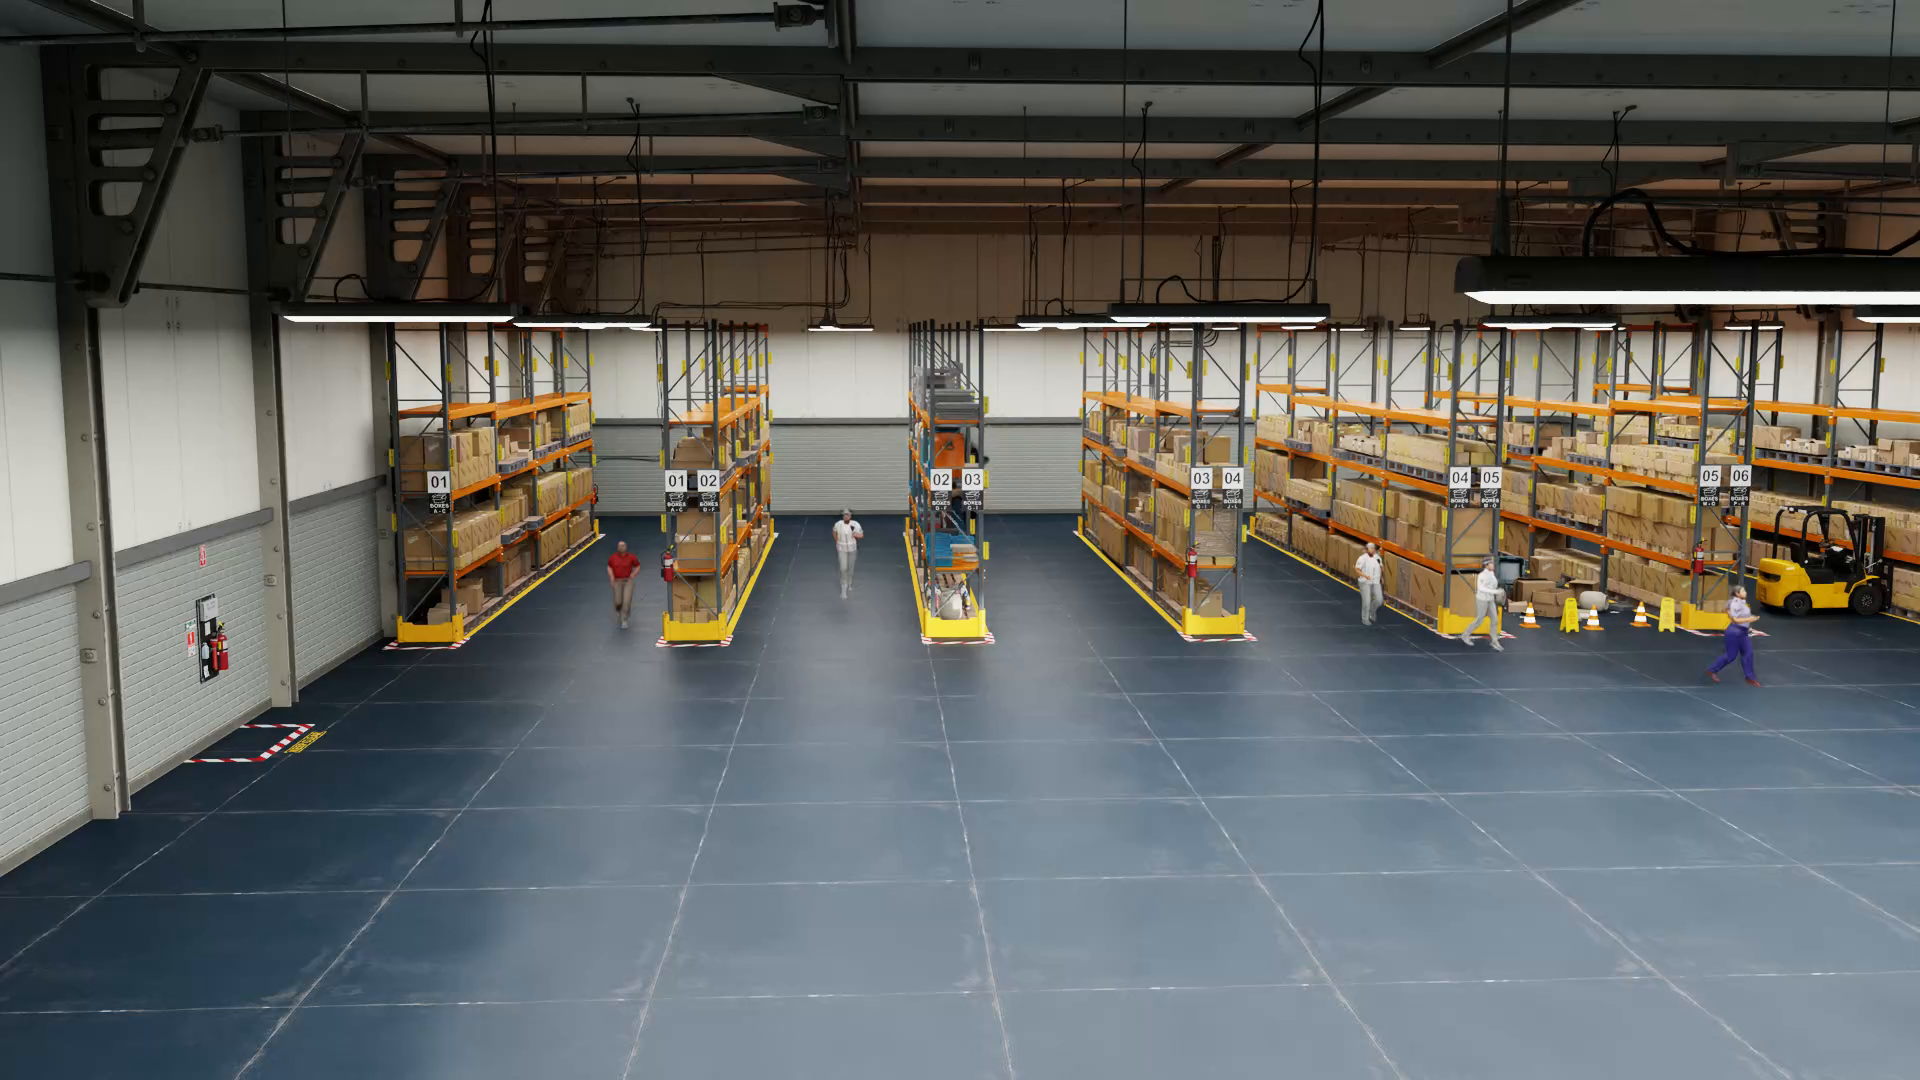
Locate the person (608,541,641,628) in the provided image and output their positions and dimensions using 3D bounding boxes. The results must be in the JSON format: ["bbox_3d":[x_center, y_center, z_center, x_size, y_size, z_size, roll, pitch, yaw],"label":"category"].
[{"bbox_3d":[-6.602,0.861,32.700,0.653,1.700,0.647,-1,7,-4],"label":"person"}]

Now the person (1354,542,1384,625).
[{"bbox_3d":[8.122,0.861,32.885,0.657,1.634,0.531,-1,7,-9],"label":"person"}]

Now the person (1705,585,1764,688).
[{"bbox_3d":[12.633,1.562,27.057,0.876,1.653,0.598,5,9,37],"label":"person"}]

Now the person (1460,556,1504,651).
[{"bbox_3d":[9.572,1.142,30.368,0.796,1.742,0.629,7,10,44],"label":"person"}]

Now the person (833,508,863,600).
[{"bbox_3d":[-2.344,0.266,34.984,0.626,1.902,0.768,-1,7,-8],"label":"person"}]
